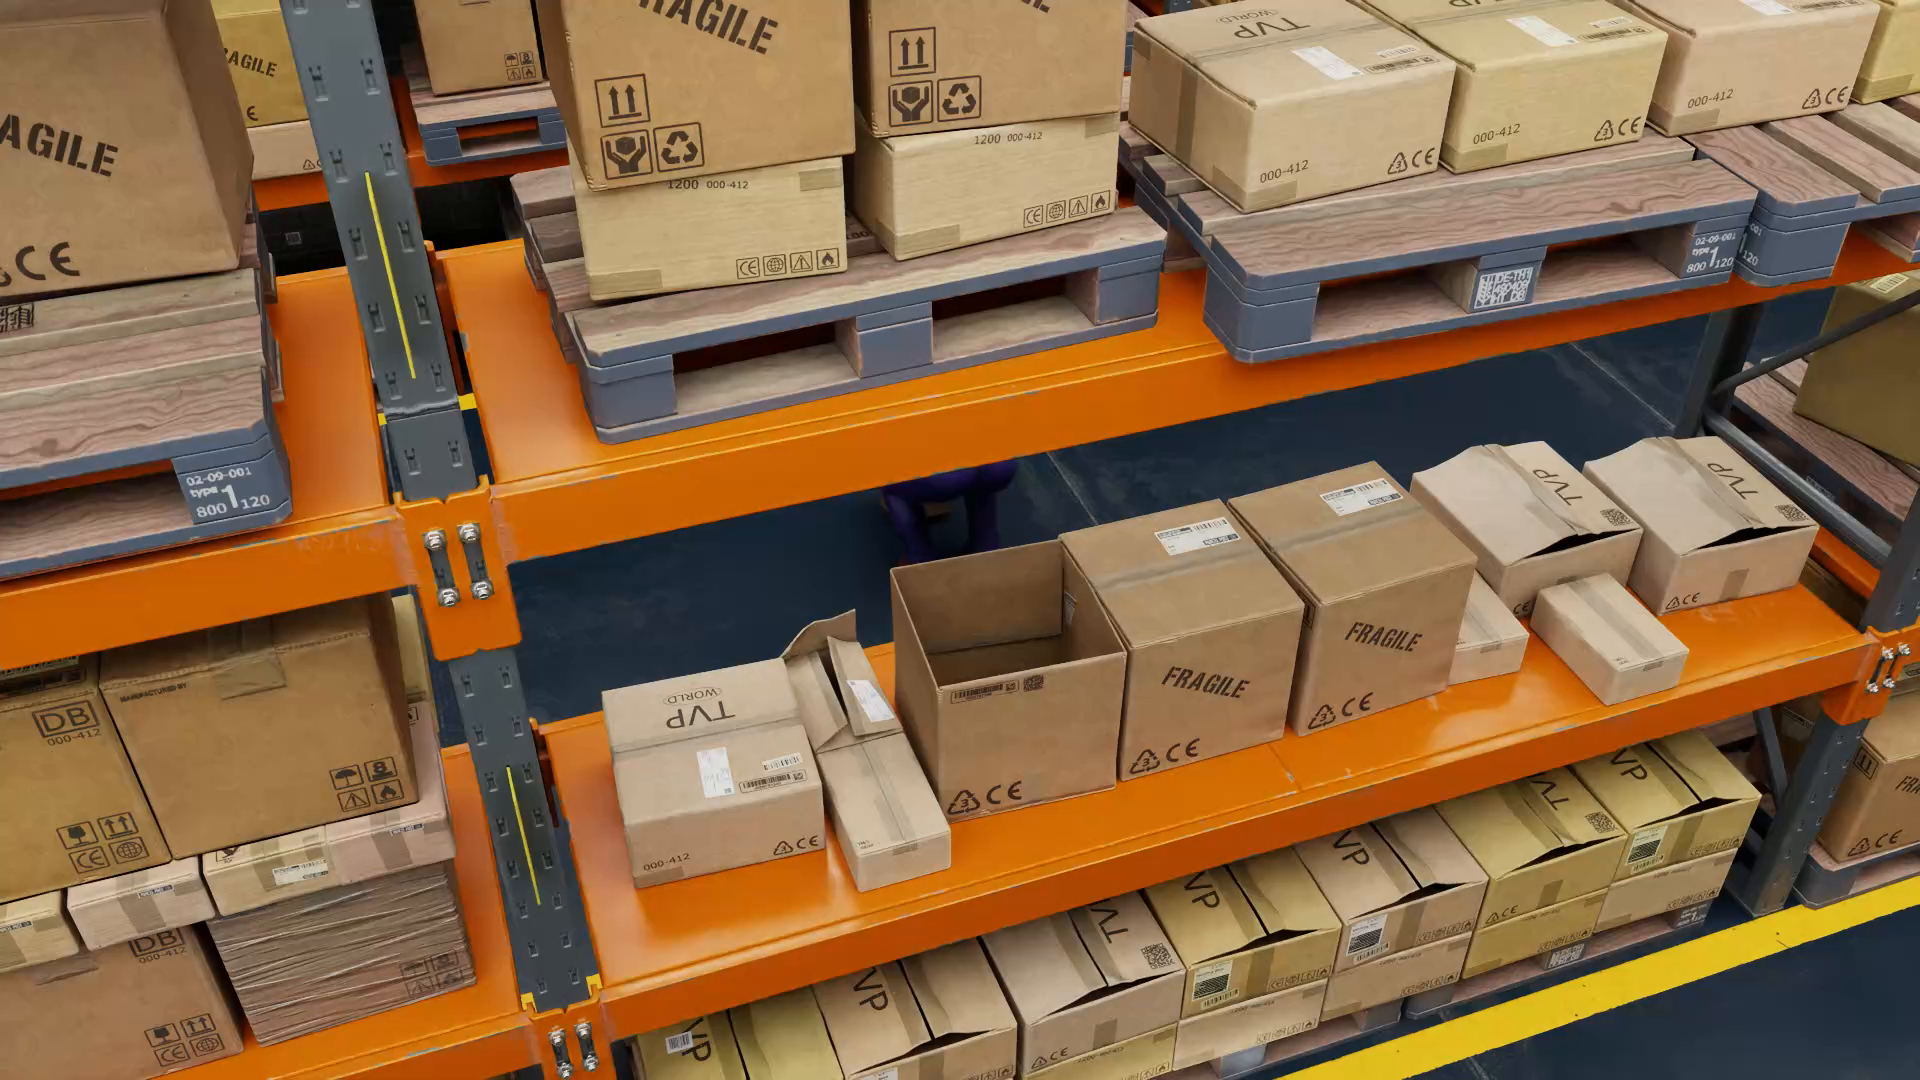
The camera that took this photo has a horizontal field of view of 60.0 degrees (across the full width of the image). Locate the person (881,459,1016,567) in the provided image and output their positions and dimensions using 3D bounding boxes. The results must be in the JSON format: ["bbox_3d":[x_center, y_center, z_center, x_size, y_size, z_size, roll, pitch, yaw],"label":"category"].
[{"bbox_3d":[-0.099,-0.292,7.174,0.517,0.868,0.898,-15,40,-18],"label":"person"}]
